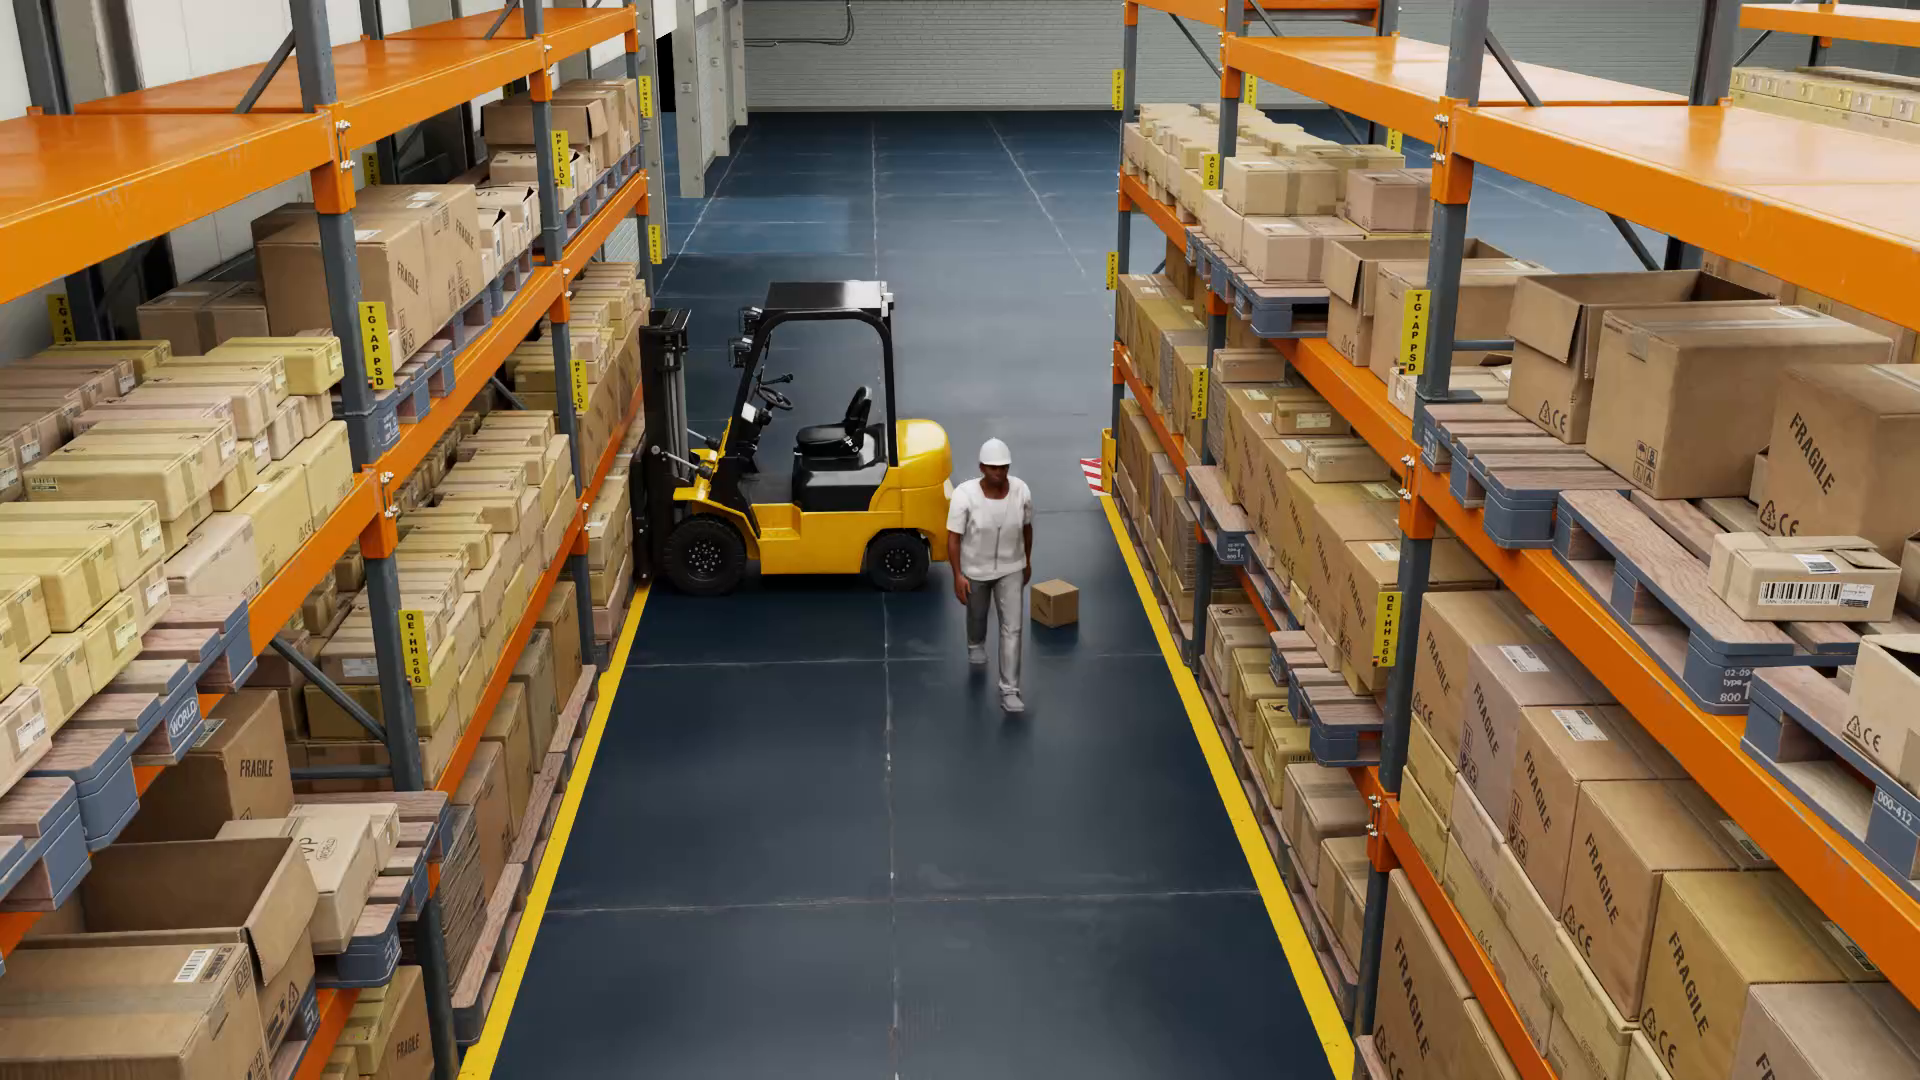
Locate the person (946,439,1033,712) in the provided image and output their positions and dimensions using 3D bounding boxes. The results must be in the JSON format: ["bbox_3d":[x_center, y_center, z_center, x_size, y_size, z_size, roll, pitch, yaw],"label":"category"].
[{"bbox_3d":[0.201,0.180,10.585,0.575,1.709,1.099,-2,20,-6],"label":"person"}]
